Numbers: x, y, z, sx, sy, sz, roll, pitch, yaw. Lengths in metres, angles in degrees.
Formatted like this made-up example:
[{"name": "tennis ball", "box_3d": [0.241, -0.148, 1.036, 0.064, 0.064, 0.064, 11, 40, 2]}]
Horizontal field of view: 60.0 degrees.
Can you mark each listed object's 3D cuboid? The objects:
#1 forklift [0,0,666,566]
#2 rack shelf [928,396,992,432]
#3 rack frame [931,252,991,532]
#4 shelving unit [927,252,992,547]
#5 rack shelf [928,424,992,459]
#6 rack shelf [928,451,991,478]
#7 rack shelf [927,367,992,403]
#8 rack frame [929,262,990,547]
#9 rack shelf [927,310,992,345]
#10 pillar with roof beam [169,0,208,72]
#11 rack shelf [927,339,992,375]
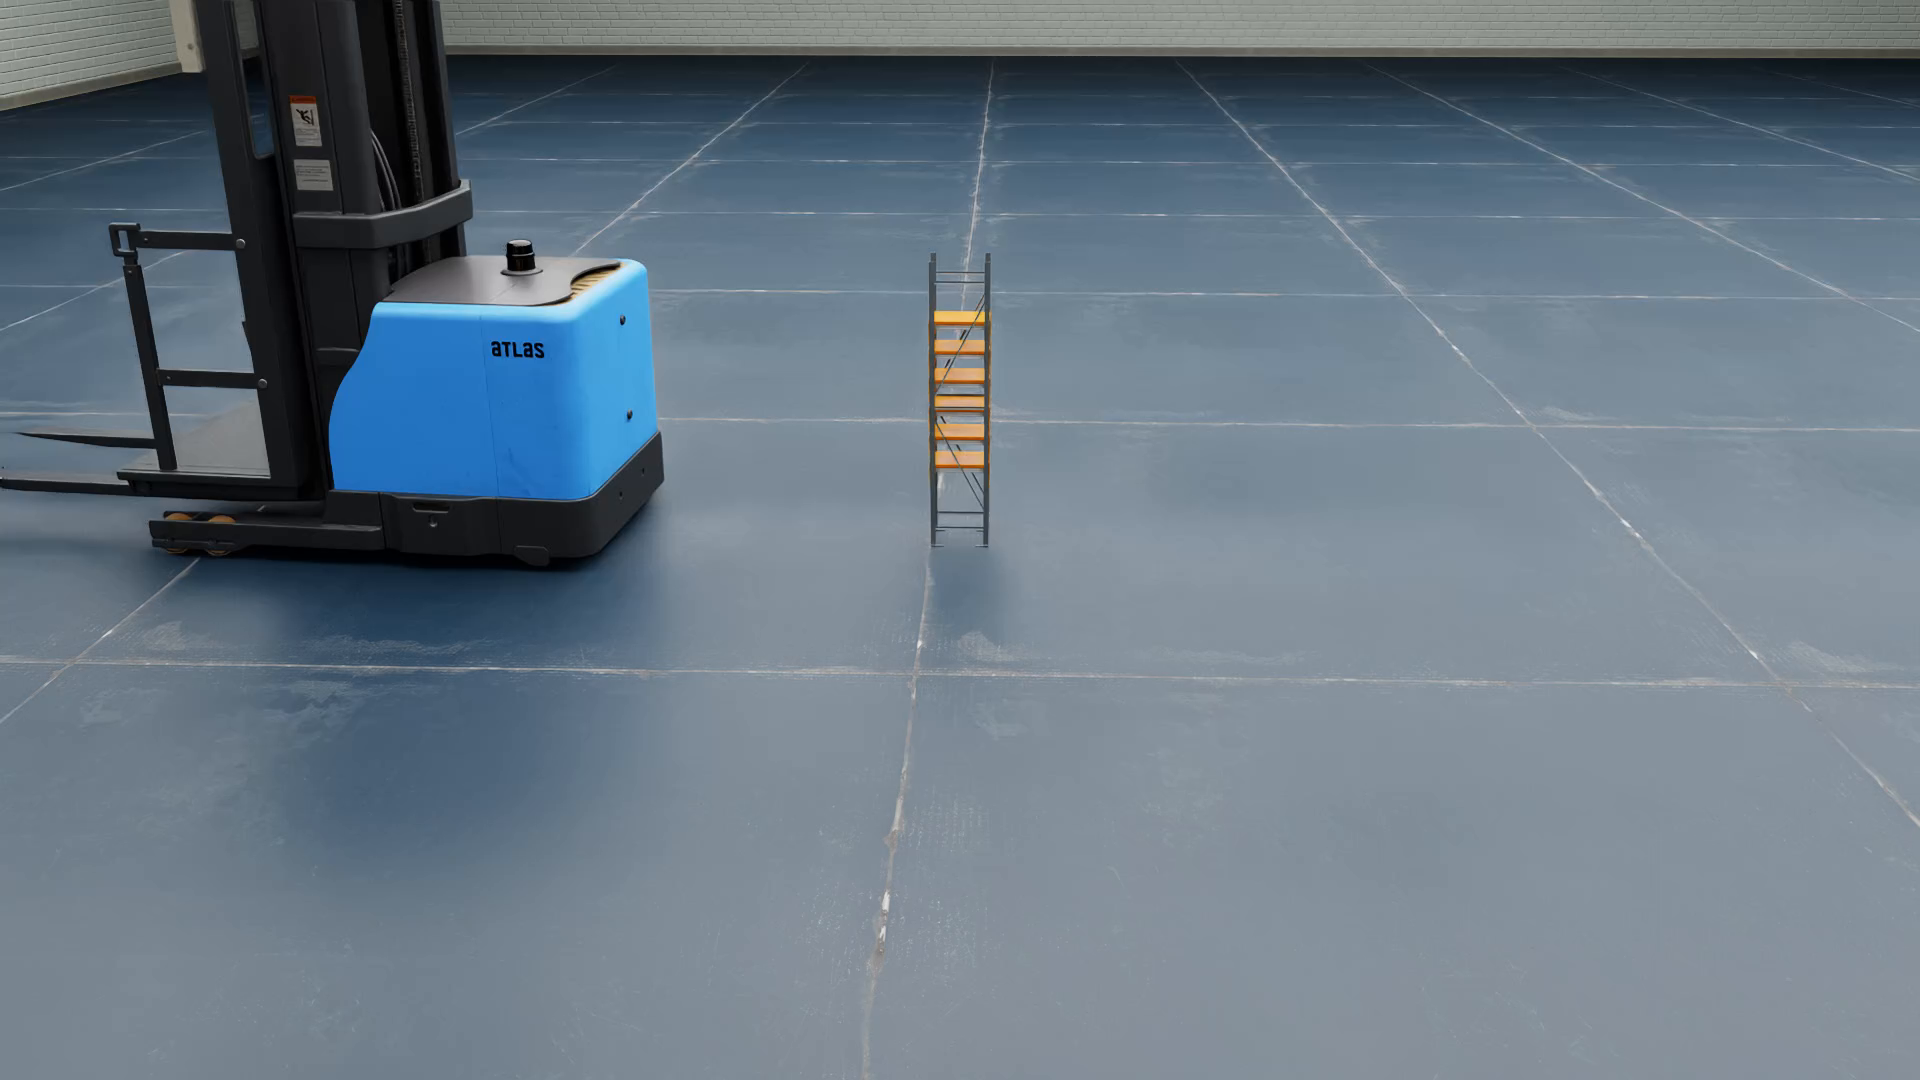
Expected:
[{"name": "forklift", "box_3d": [-2.888, -1.483, 6.800, 3.031, 2.935, 1.130, 3, 21, 7]}, {"name": "rack shelf", "box_3d": [0.000, -0.523, 6.841, 0.258, 0.103, 0.180, 1, 21, 2]}, {"name": "rack frame", "box_3d": [0.003, -0.598, 6.911, 0.240, 1.200, 0.006, 1, 21, 2]}, {"name": "shelving unit", "box_3d": [0.000, -0.565, 6.825, 0.258, 1.200, 0.189, 1, 21, 2]}, {"name": "rack shelf", "box_3d": [0.000, -0.411, 6.885, 0.258, 0.103, 0.180, 1, 21, 2]}, {"name": "rack shelf", "box_3d": [0.000, -0.299, 6.928, 0.258, 0.103, 0.180, 1, 21, 2]}, {"name": "rack shelf", "box_3d": [0.000, -0.635, 6.798, 0.258, 0.103, 0.180, 1, 21, 2]}, {"name": "rack frame", "box_3d": [-0.002, -0.532, 6.740, 0.240, 1.200, 0.006, 1, 21, 2]}, {"name": "rack shelf", "box_3d": [0.000, -0.859, 6.711, 0.258, 0.103, 0.180, 1, 21, 2]}, {"name": "pillar with roof beam", "box_3d": [-7.523, -11.407, 23.988, 9.100, 9.000, 0.400, 1, 21, 2]}, {"name": "rack shelf", "box_3d": [0.000, -0.747, 6.755, 0.258, 0.103, 0.180, 1, 21, 2]}]
